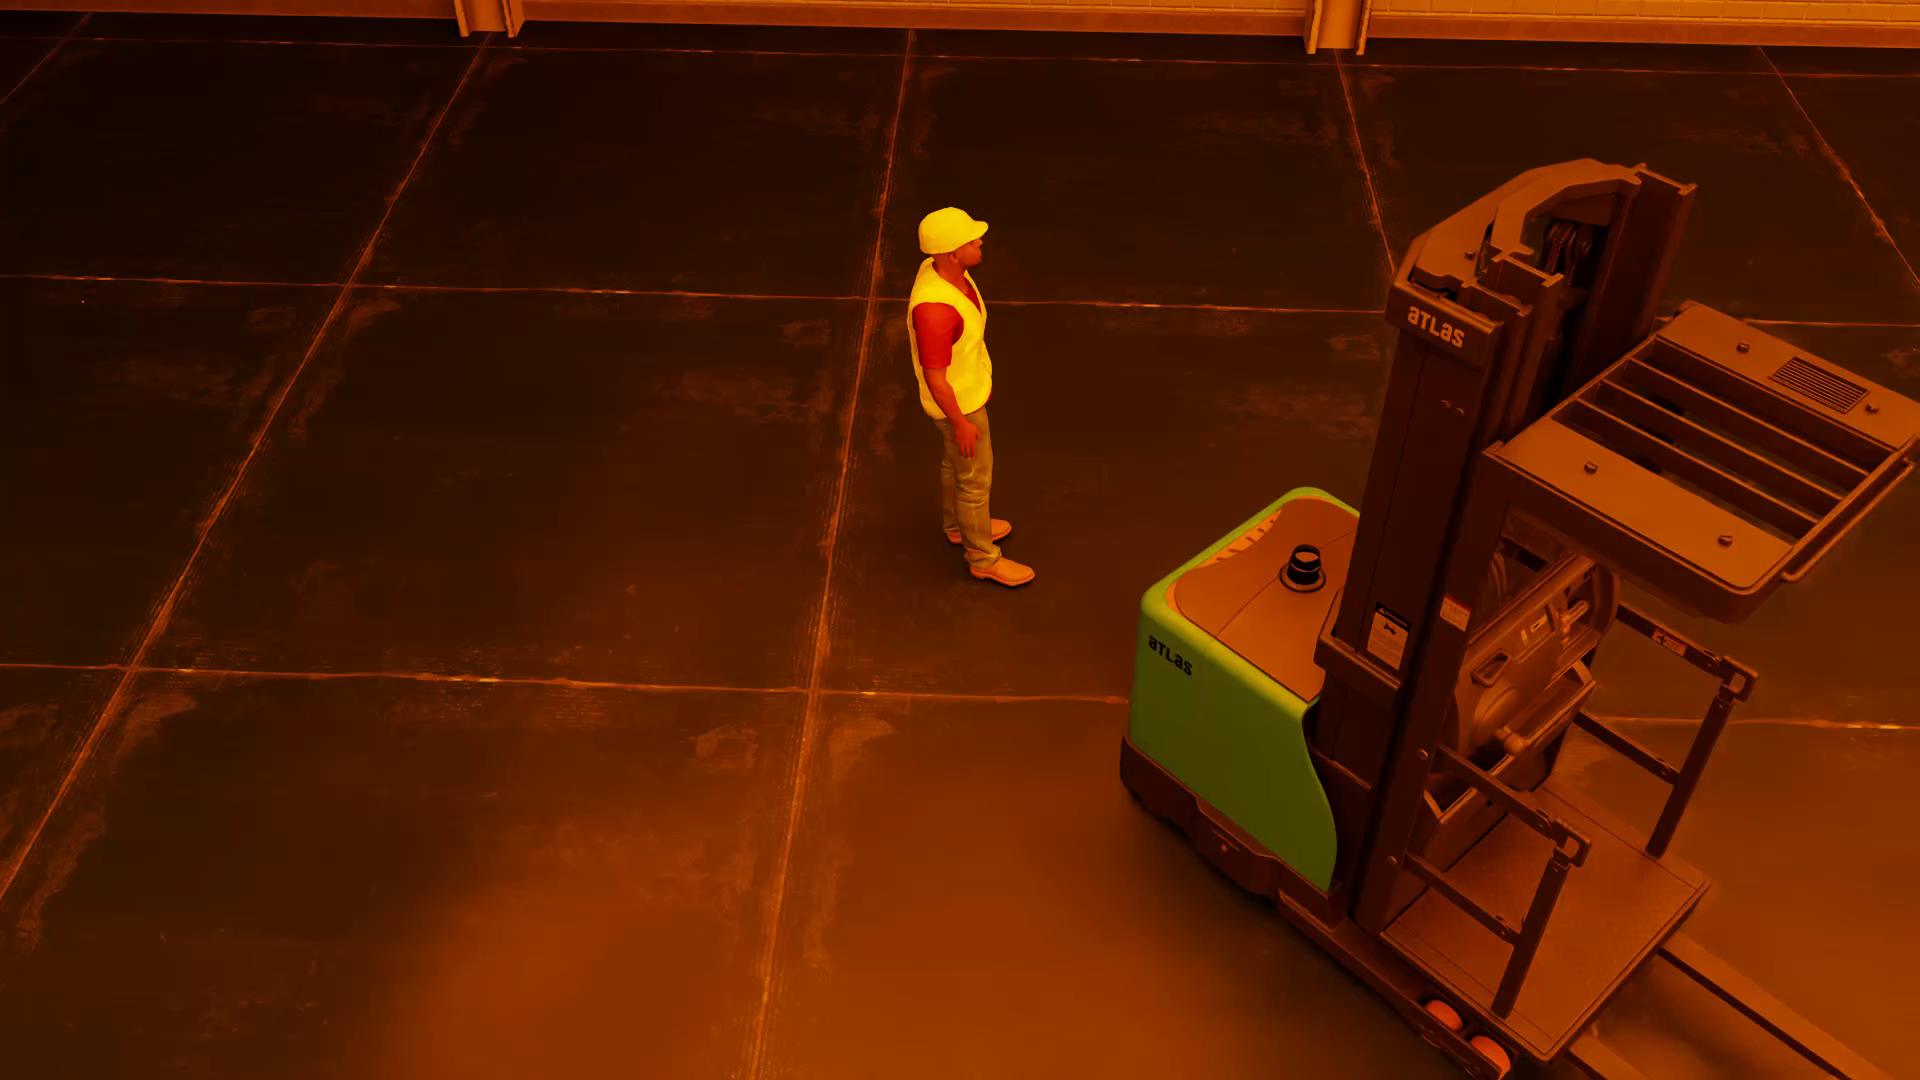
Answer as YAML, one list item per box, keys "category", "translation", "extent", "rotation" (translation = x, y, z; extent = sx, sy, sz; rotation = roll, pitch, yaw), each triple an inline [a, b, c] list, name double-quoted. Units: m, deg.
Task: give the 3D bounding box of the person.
- category: "person"
  translation: [0.069, -0.651, 7.309]
  extent: [0.577, 1.765, 0.665]
  rotation: [2, 42, 2]

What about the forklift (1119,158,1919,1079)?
- category: "forklift"
  translation: [2.014, 0.426, 5.276]
  extent: [1.130, 2.935, 3.031]
  rotation: [-32, 51, -30]
